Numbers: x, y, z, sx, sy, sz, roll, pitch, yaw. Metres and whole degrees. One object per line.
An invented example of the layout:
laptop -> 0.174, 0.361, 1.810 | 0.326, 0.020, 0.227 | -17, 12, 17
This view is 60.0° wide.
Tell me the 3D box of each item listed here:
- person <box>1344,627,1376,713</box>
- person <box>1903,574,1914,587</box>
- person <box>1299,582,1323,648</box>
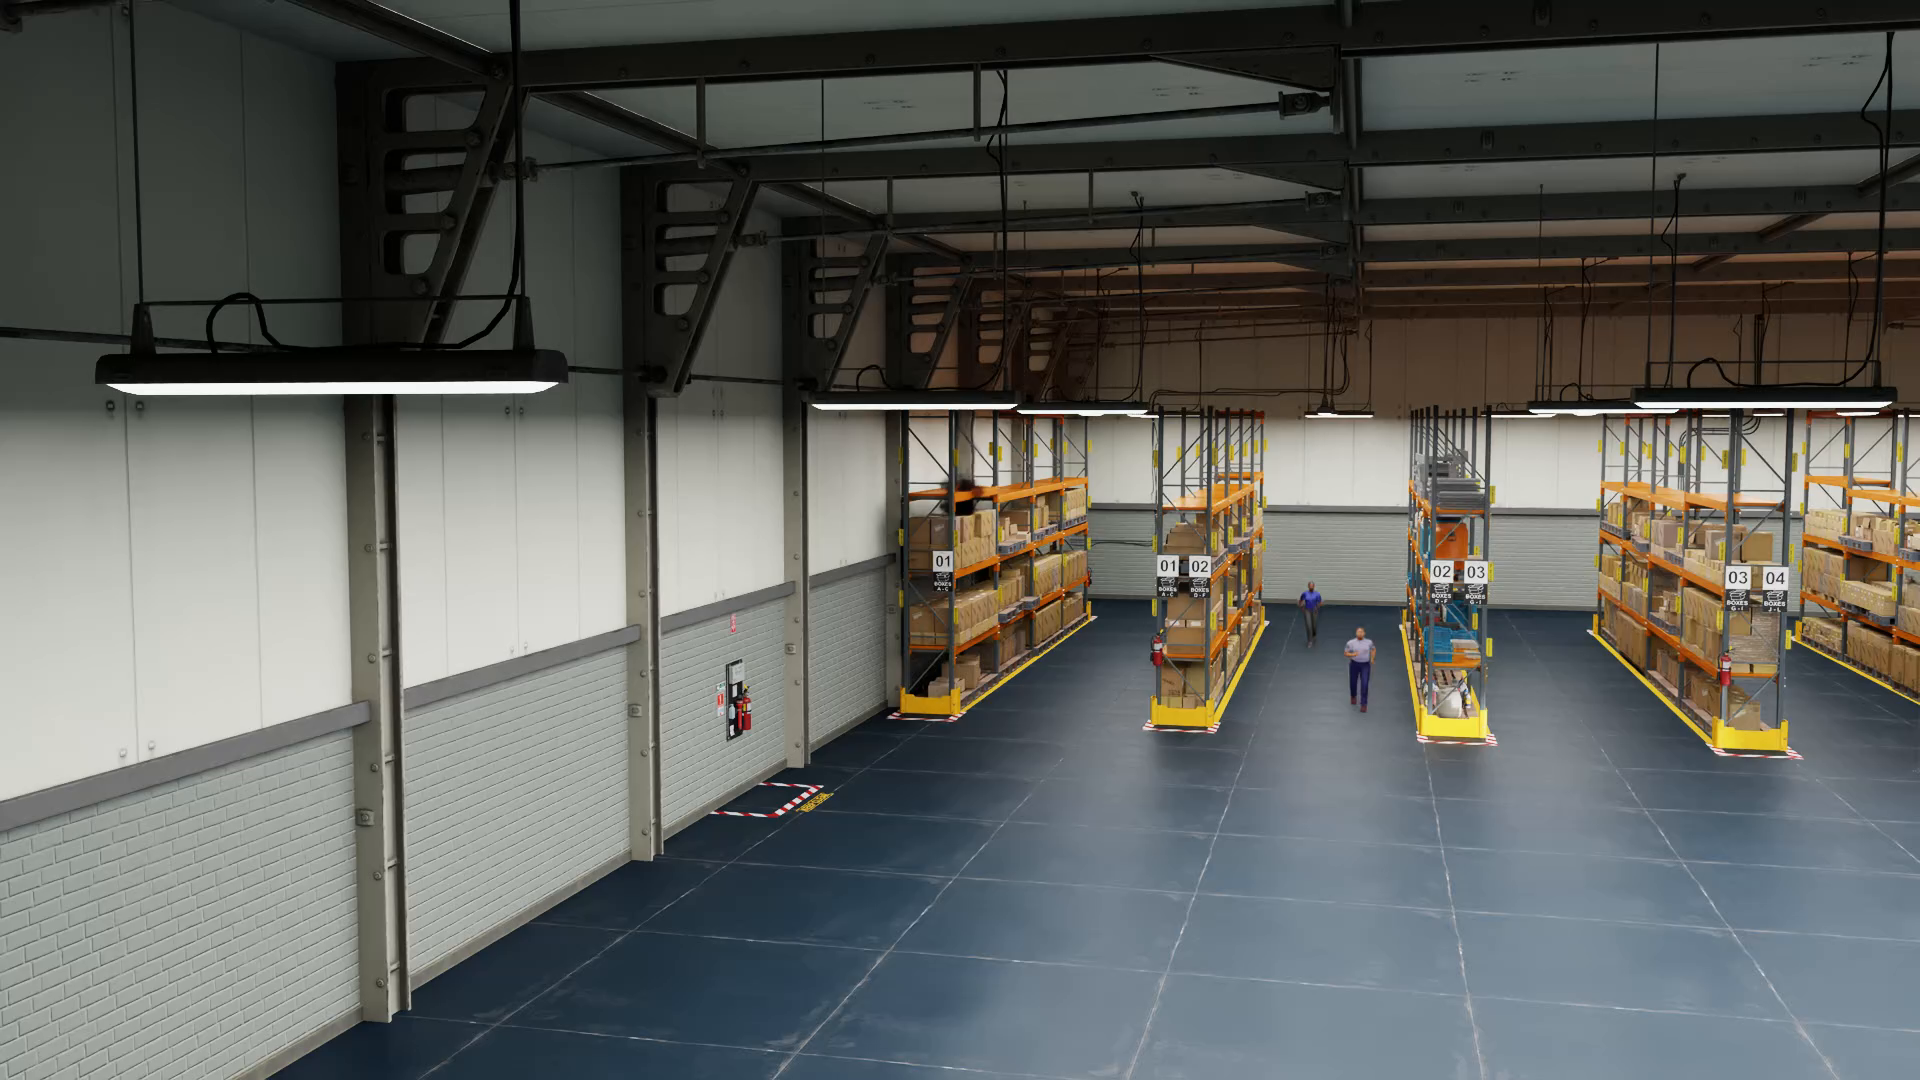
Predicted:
person -> 7.905, 2.536, 32.868 | 0.607, 1.615, 0.941 | 1, 4, 12
person -> 25.031, 1.734, 44.014 | 0.629, 1.677, 0.645 | 1, 4, 16
person -> 8.917, 1.878, 42.279 | 0.585, 1.650, 0.705 | 1, 4, 11
